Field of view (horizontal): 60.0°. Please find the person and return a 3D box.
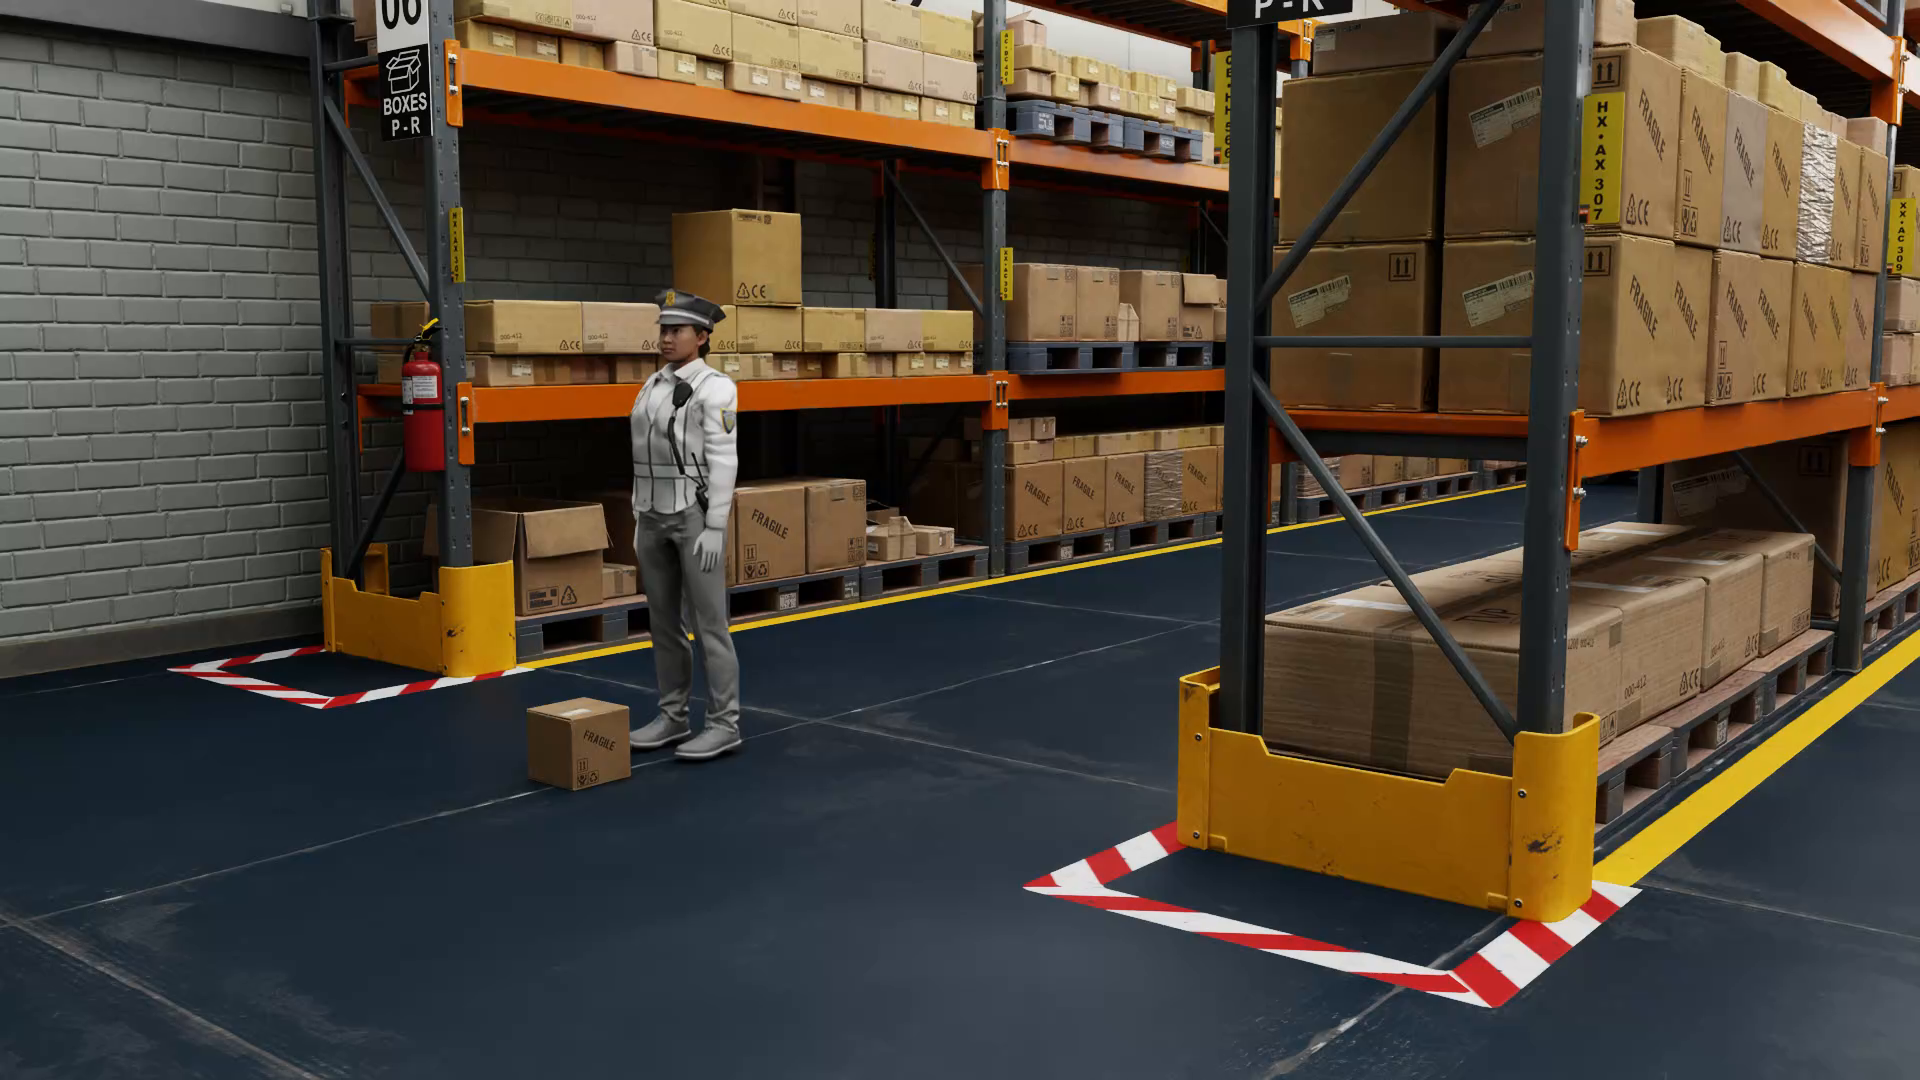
[{"bbox_3d":[-1.005,-0.059,6.059,0.474,1.686,0.345,6,9,39],"label":"person"}]
